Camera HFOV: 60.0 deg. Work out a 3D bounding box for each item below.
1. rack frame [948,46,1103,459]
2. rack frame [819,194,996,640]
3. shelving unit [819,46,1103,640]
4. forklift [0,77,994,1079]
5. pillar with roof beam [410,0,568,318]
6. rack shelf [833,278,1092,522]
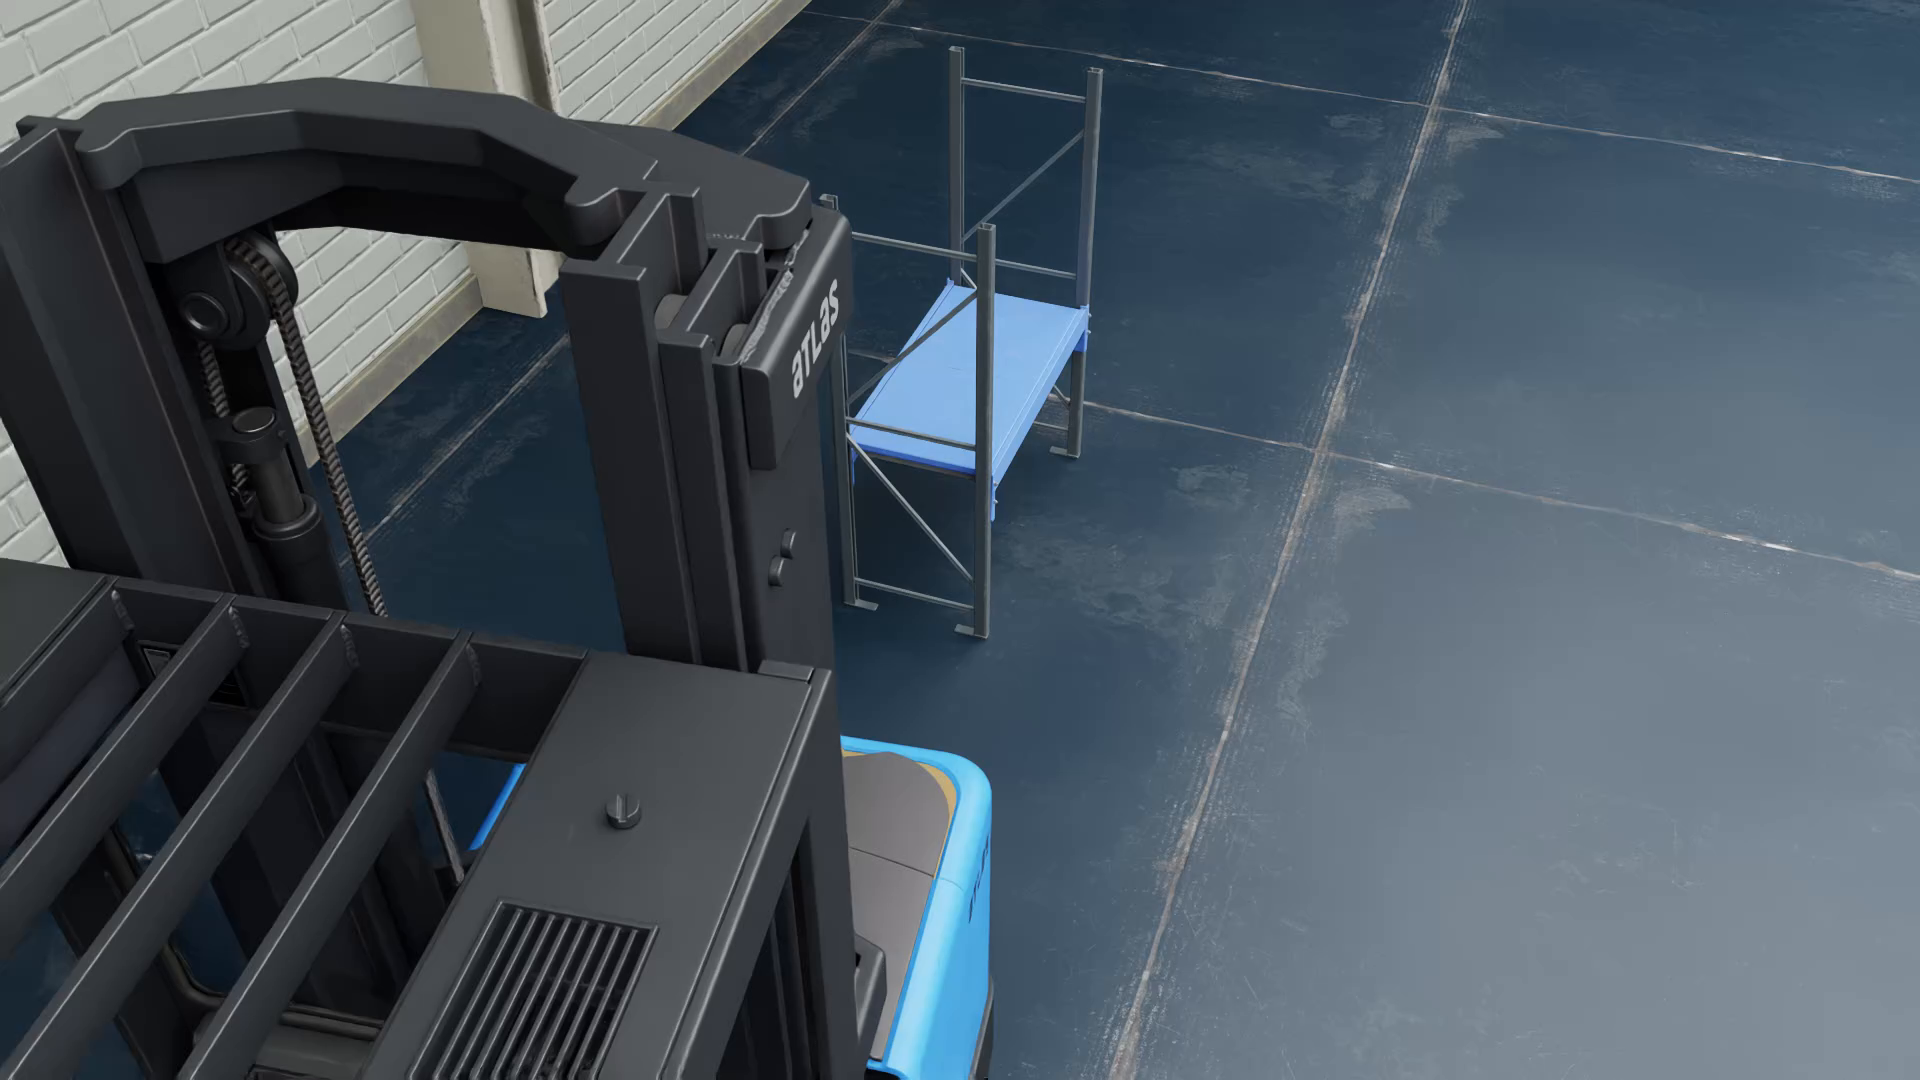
[{"bbox_3d":[0.203,-0.933,5.688,0.500,1.500,0.032,13,42,15],"label":"rack frame"},{"bbox_3d":[-0.145,-0.313,4.961,0.500,1.500,0.032,13,42,15],"label":"rack frame"},{"bbox_3d":[0.029,-0.623,5.324,0.538,1.500,1.048,13,42,15],"label":"shelving unit"},{"bbox_3d":[-0.727,1.039,2.274,1.130,2.935,3.031,8,41,9],"label":"forklift"},{"bbox_3d":[2.251,-3.531,2.955,9.100,9.000,0.400,13,42,15],"label":"pillar with roof beam"},{"bbox_3d":[0.029,-0.486,5.441,0.538,0.185,1.000,13,42,15],"label":"rack shelf"}]
